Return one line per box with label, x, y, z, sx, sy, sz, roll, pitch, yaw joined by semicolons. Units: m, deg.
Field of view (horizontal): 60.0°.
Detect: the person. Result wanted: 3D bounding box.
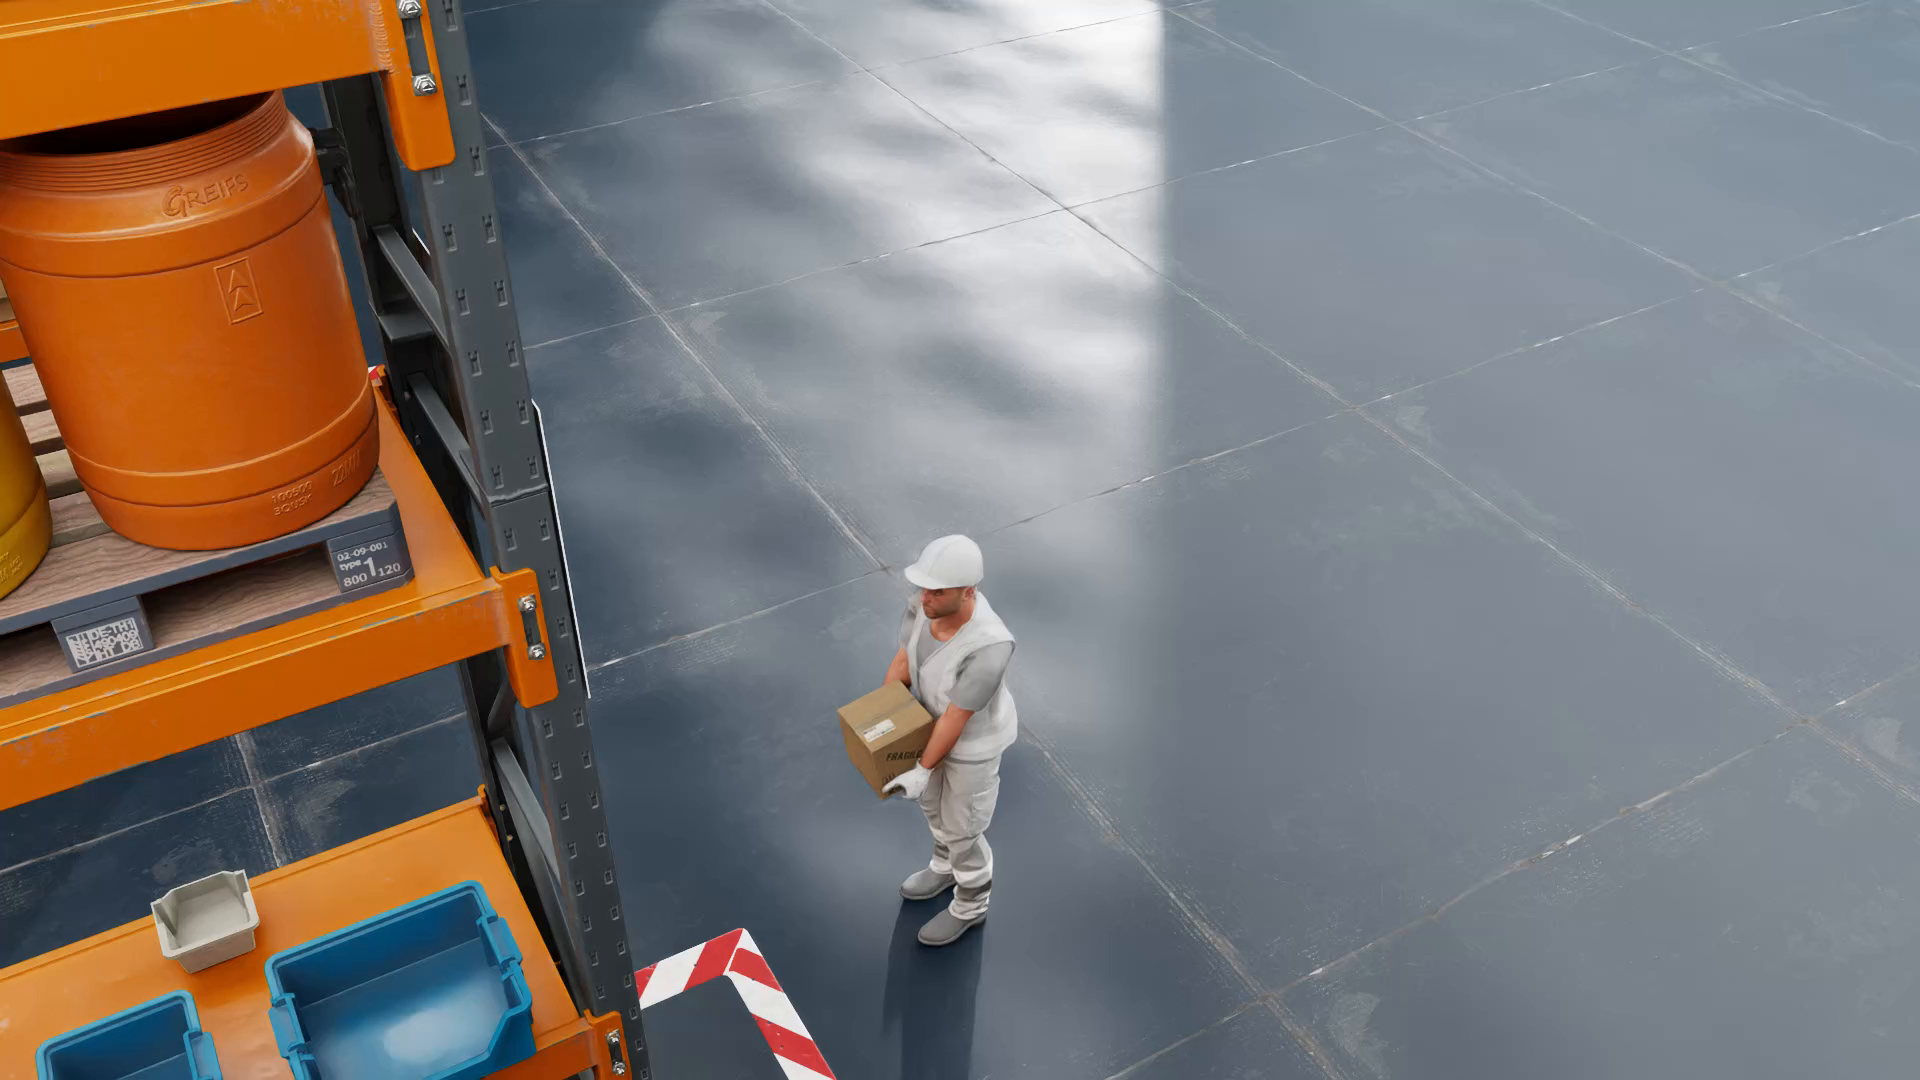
person;-0.084;0.734;5.918;0.569;1.783;0.494;-20;41;-25
